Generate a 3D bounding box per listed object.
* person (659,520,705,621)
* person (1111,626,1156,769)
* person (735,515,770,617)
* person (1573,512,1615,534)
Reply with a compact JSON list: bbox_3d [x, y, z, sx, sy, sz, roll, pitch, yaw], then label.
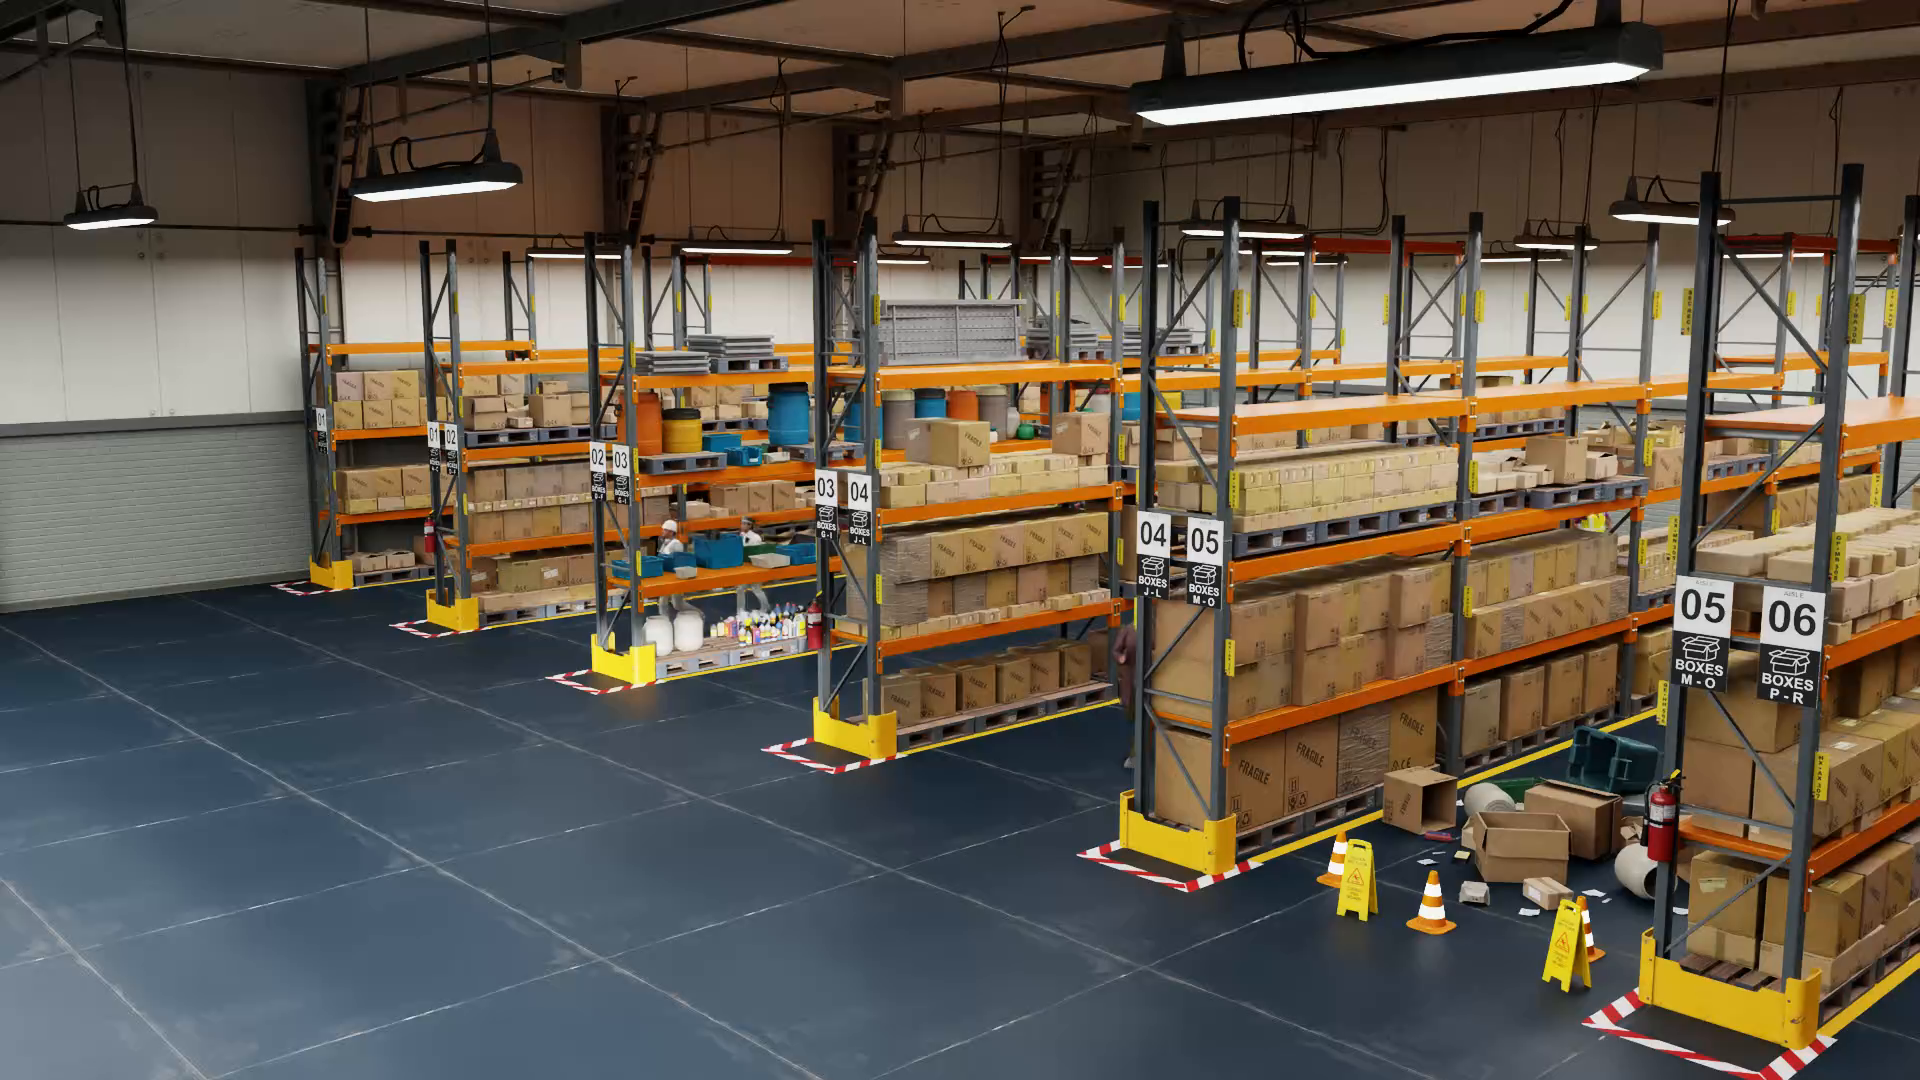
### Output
[{"bbox_3d":[-4.316,0.570,25.213,0.910,1.753,0.659,-6,10,-34],"label":"person"},{"bbox_3d":[2.027,1.624,18.459,0.718,1.674,0.965,4,9,27],"label":"person"},{"bbox_3d":[-3.319,0.453,26.507,0.592,1.726,0.857,6,10,34],"label":"person"},{"bbox_3d":[11.458,-0.050,29.954,0.760,1.712,0.516,-3,9,-20],"label":"person"}]
